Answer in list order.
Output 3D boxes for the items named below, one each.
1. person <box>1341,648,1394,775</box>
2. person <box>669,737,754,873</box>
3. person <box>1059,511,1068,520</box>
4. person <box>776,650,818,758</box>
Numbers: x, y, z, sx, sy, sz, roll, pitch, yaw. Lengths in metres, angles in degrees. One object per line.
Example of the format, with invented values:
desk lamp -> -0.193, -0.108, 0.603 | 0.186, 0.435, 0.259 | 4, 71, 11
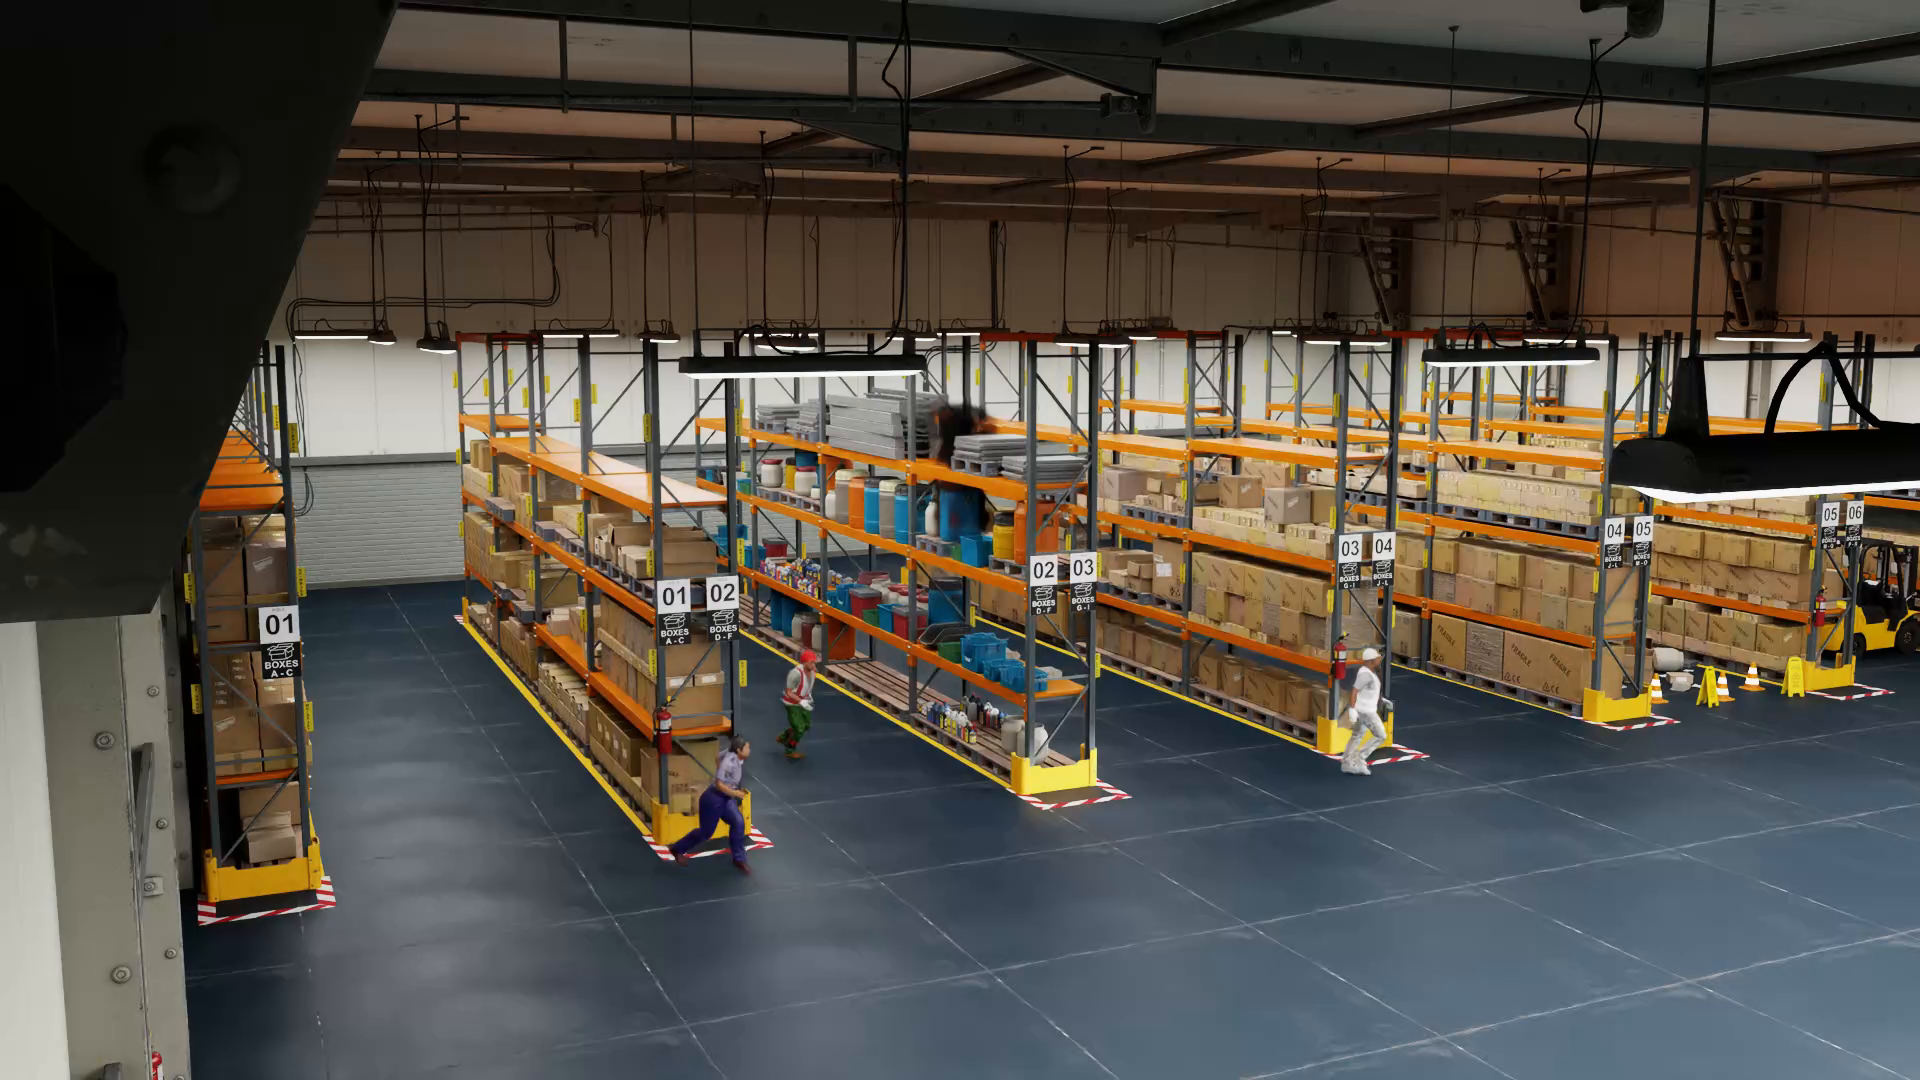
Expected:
person -> 5.654, 2.358, 22.965 | 0.720, 1.755, 0.648 | 1, 8, 7
person -> -2.842, 3.110, 18.993 | 0.980, 1.458, 0.639 | 0, 8, 2
person -> 2.491, 0.025, 40.935 | 0.647, 1.646, 0.822 | 7, 10, 40
person -> -2.340, 2.332, 23.756 | 0.891, 1.618, 0.635 | 5, 9, 31
